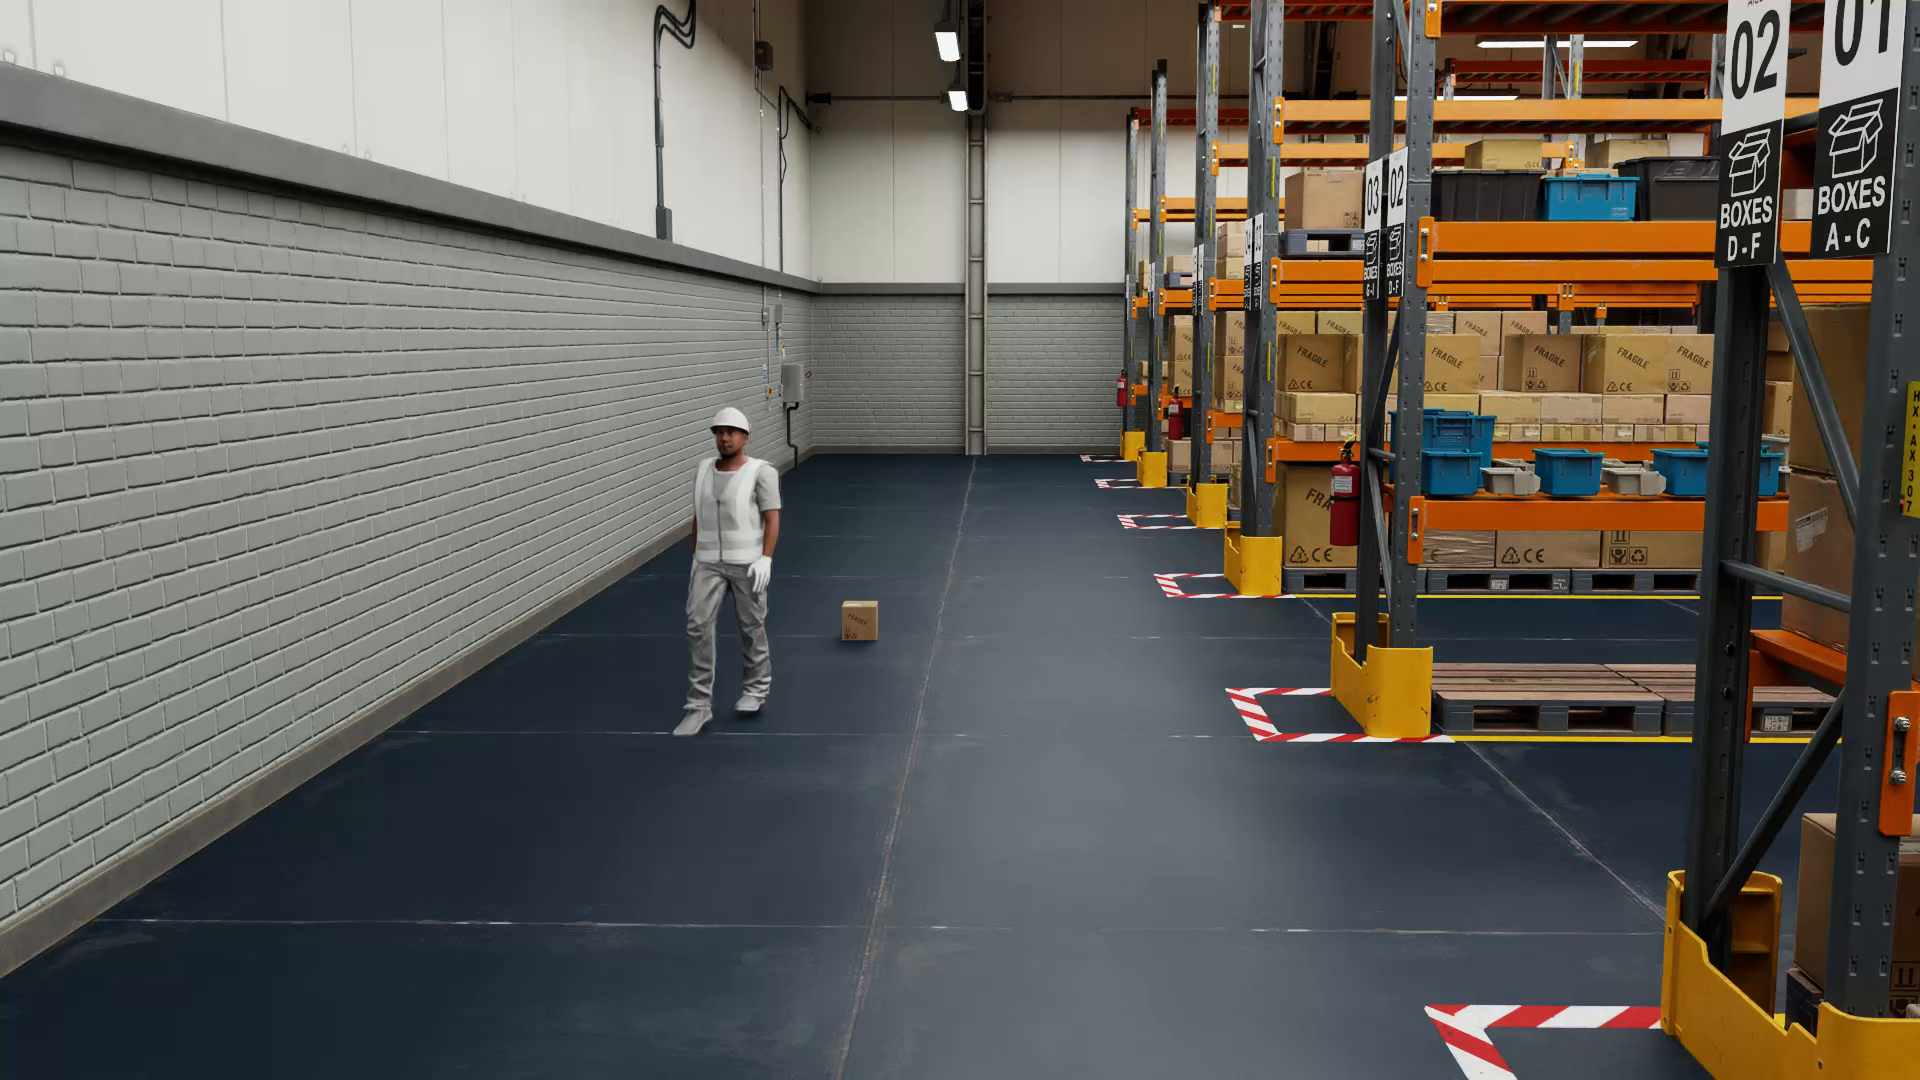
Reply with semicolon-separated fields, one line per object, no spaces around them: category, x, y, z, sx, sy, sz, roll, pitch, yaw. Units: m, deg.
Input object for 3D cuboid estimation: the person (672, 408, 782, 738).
person;-1.317;0.170;9.360;0.596;1.818;0.755;2;7;16
